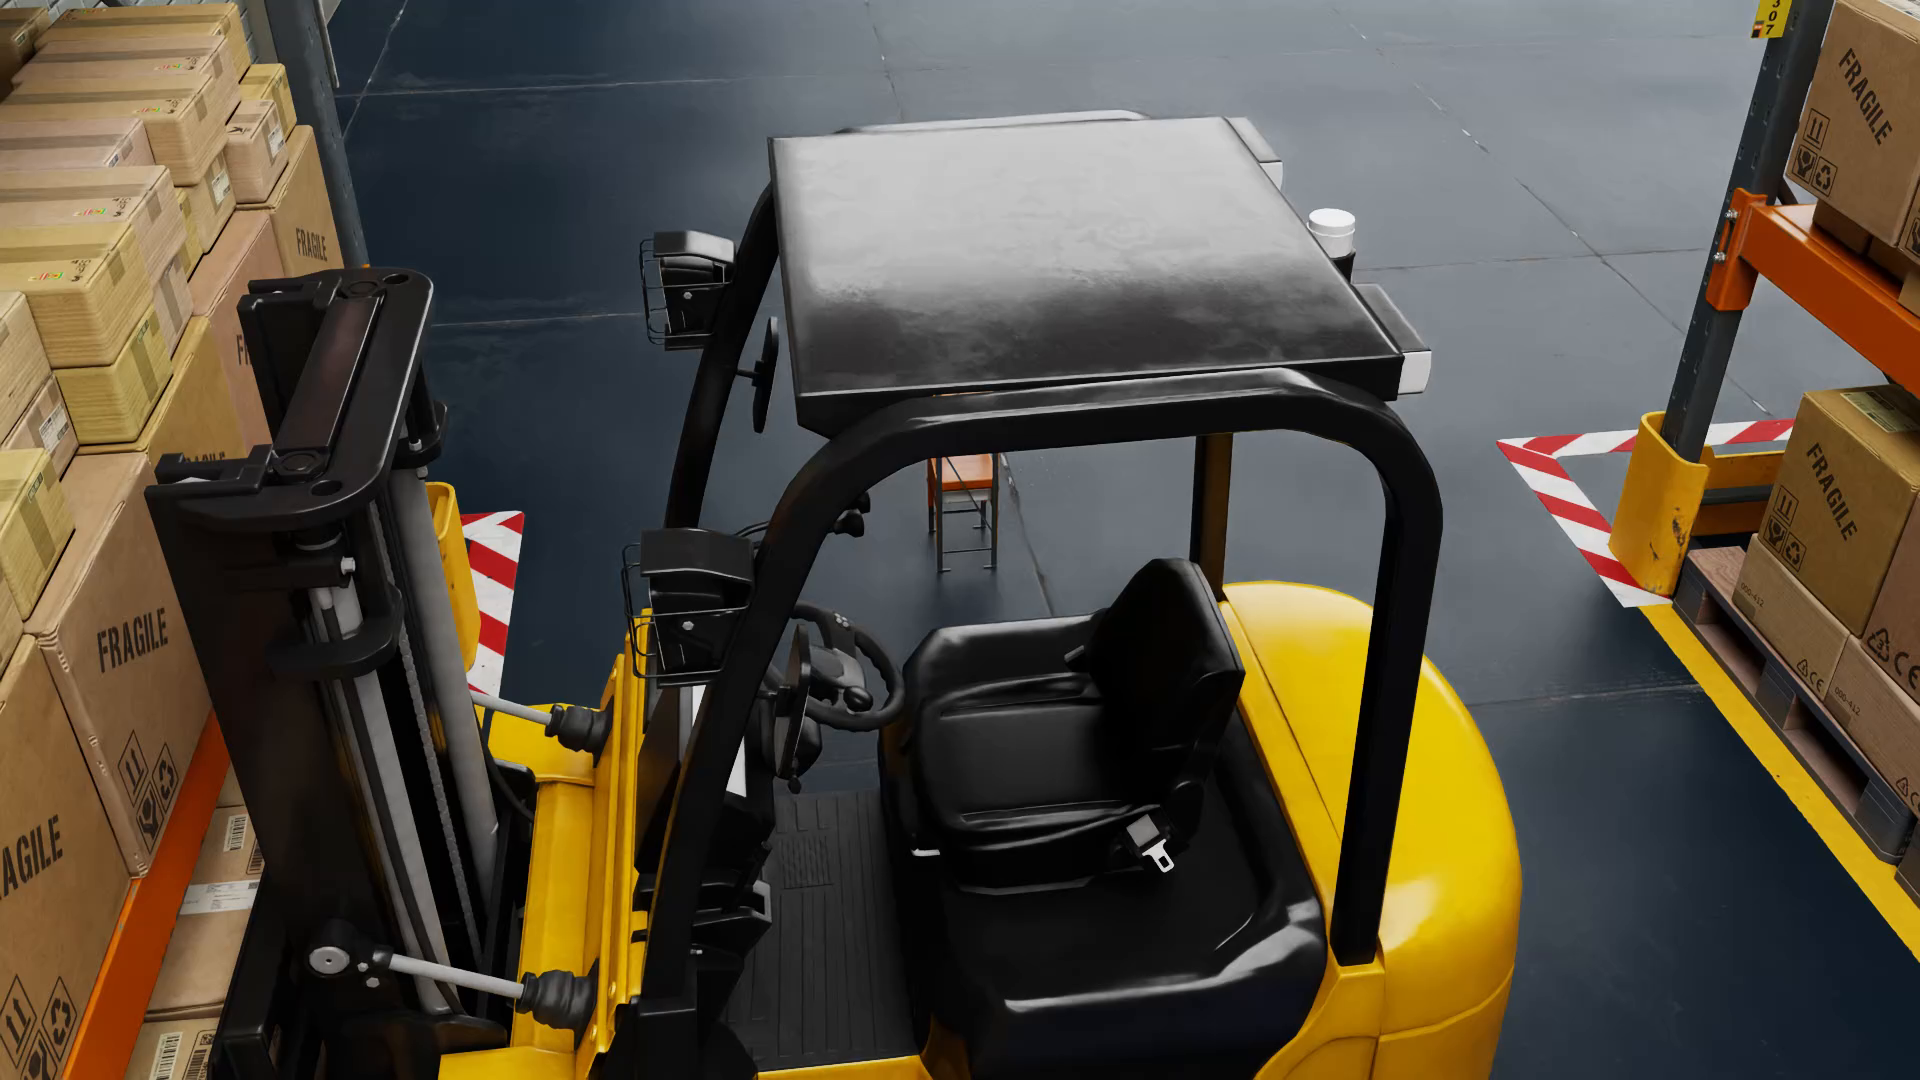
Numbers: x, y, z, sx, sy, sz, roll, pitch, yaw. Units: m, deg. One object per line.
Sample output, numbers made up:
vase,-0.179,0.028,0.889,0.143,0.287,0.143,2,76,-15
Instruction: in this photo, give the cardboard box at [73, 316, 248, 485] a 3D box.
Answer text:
cardboard box,-1.650,-0.066,3.095,0.500,0.500,0.500,-5,35,-7

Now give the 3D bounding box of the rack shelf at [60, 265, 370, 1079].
rack shelf,-1.837,0.557,2.907,1.077,0.370,4.000,-4,35,-6

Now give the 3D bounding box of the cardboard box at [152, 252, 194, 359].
cardboard box,-1.639,-0.419,3.036,0.380,0.149,0.250,-5,35,-8

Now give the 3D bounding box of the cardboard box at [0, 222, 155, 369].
cardboard box,-1.578,-0.400,2.744,0.380,0.149,0.250,-4,34,-5

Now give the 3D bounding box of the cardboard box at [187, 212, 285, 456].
cardboard box,-1.719,-0.352,3.515,0.500,0.500,0.500,-3,34,-5

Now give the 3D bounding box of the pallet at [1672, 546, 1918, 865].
pallet,2.896,0.417,4.951,1.003,0.211,1.213,-4,35,-6

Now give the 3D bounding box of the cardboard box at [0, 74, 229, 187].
cardboard box,-1.723,-0.825,3.368,0.380,0.149,0.250,-4,34,-5

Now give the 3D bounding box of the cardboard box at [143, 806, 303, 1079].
cardboard box,-1.522,0.776,3.129,0.500,0.250,0.500,-5,35,-7

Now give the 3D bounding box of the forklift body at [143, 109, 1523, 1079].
forklift body,-0.043,0.415,3.231,2.313,2.155,1.214,-4,35,-6

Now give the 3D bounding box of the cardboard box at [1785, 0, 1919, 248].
cardboard box,2.601,-1.113,4.366,0.500,0.500,0.500,-5,35,-7

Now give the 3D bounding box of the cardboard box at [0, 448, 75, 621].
cardboard box,-1.539,0.005,2.415,0.380,0.149,0.250,-5,35,-7

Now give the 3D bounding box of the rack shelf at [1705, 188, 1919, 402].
rack shelf,3.081,0.179,3.462,1.077,0.370,4.000,-4,35,-6

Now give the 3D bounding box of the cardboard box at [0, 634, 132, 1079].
cardboard box,-1.525,0.496,2.270,0.500,0.500,0.500,-5,35,-7

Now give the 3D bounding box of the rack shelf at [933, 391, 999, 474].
rack shelf,0.007,-0.395,5.416,0.215,0.259,0.240,-4,35,-6

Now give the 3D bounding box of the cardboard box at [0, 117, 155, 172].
cardboard box,-1.763,-0.681,3.156,0.380,0.149,0.250,-4,34,-6

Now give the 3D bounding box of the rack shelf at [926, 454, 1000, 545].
rack shelf,0.007,-0.166,5.573,0.215,0.259,0.240,-4,35,-6

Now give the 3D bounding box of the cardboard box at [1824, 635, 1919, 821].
cardboard box,2.708,0.485,4.443,0.500,0.250,0.500,-3,34,-5

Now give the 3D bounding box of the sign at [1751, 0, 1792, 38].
sign,2.274,-1.551,4.593,0.100,0.325,0.005,-4,35,-6

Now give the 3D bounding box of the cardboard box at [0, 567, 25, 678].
cardboard box,-1.494,0.153,2.198,0.380,0.149,0.250,-5,35,-8

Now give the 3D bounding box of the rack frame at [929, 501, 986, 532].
rack frame,-0.009,-0.472,5.510,0.200,1.050,0.008,-4,35,-6

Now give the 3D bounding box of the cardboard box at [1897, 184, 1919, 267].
cardboard box,2.674,-0.824,3.943,0.500,0.500,0.500,-3,34,-5

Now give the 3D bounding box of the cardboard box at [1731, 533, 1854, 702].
cardboard box,2.646,0.200,4.862,0.500,0.250,0.500,-5,35,-7

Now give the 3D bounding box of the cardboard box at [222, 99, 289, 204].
cardboard box,-1.718,-0.853,3.673,0.380,0.149,0.250,-4,34,-6

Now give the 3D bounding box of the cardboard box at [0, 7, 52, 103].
cardboard box,-2.273,-1.085,3.749,0.380,0.149,0.250,-5,35,-7

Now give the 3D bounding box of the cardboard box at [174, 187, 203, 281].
cardboard box,-1.722,-0.564,3.249,0.380,0.149,0.250,-5,35,-7

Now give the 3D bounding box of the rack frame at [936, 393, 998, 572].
rack frame,0.024,-0.336,5.311,0.200,1.050,0.008,-4,35,-6

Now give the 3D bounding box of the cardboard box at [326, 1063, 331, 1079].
cardboard box,-1.522,1.191,3.407,0.500,0.250,0.500,-3,34,-5

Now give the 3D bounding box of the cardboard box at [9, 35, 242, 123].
cardboard box,-1.785,-0.969,3.579,0.380,0.149,0.250,-4,35,-6

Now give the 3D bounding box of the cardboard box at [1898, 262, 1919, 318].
cardboard box,2.656,-0.631,4.235,0.380,0.149,0.250,-5,35,-8

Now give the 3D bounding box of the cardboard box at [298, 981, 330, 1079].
cardboard box,-1.520,0.995,3.251,0.500,0.250,0.500,-4,35,-7

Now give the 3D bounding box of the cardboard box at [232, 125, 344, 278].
cardboard box,-1.780,-0.643,3.940,0.500,0.500,0.500,-5,35,-7

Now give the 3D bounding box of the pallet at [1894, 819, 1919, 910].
pallet,3.057,1.096,3.954,1.003,0.211,1.213,-4,35,-6

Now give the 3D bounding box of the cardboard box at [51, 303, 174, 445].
cardboard box,-1.585,-0.279,2.831,0.380,0.149,0.250,-4,34,-6

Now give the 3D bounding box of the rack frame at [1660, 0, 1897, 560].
rack frame,2.812,-1.234,4.897,1.000,3.000,0.127,-4,35,-6

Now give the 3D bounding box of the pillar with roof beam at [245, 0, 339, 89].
pillar with roof beam,0.553,-6.552,7.374,9.100,9.000,0.400,-4,35,-6

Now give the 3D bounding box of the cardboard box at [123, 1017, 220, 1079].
cardboard box,-1.459,1.069,2.698,0.500,0.250,0.500,-3,34,-5

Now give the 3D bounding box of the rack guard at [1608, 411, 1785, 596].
rack guard,2.822,-0.159,5.539,1.175,0.500,0.348,-4,35,-6

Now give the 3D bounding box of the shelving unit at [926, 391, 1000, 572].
shelving unit,0.007,-0.404,5.411,0.215,1.050,0.252,-4,35,-6

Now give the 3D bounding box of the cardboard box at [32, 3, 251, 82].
cardboard box,-1.849,-1.104,3.778,0.380,0.149,0.250,-4,35,-6

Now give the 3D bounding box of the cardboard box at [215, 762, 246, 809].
cardboard box,-1.583,0.492,3.545,0.500,0.250,0.500,-4,34,-6

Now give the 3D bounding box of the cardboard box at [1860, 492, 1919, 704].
cardboard box,2.725,0.195,4.204,0.500,0.500,0.500,-6,35,-8

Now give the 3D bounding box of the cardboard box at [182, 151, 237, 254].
cardboard box,-1.744,-0.703,3.454,0.380,0.149,0.250,-4,34,-5

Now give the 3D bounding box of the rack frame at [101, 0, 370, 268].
rack frame,-2.106,-0.856,4.342,1.000,3.000,0.127,-4,35,-6

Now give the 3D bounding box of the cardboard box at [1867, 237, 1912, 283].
cardboard box,2.701,-0.785,4.461,0.380,0.149,0.250,-4,34,-6

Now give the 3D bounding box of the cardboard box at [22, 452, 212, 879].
cardboard box,-1.571,0.213,2.685,0.500,0.500,0.500,-4,34,-6

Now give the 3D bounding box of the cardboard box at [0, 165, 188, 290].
cardboard box,-1.618,-0.544,2.955,0.380,0.149,0.250,-4,34,-5

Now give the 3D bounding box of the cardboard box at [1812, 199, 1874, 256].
cardboard box,2.653,-0.925,4.667,0.380,0.149,0.250,-4,35,-6

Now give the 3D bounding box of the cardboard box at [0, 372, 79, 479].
cardboard box,-1.641,-0.133,2.617,0.380,0.149,0.250,-5,35,-7

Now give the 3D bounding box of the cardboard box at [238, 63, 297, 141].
cardboard box,-1.782,-0.993,3.879,0.380,0.149,0.250,-4,34,-6

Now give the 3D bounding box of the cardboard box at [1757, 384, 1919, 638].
cardboard box,2.650,-0.097,4.631,0.500,0.500,0.500,-5,35,-8

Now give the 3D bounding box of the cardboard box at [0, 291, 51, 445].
cardboard box,-1.637,-0.249,2.523,0.380,0.149,0.250,-4,34,-6

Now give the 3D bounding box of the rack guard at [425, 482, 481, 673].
rack guard,-2.109,0.164,5.066,1.175,0.500,0.348,-4,35,-6
